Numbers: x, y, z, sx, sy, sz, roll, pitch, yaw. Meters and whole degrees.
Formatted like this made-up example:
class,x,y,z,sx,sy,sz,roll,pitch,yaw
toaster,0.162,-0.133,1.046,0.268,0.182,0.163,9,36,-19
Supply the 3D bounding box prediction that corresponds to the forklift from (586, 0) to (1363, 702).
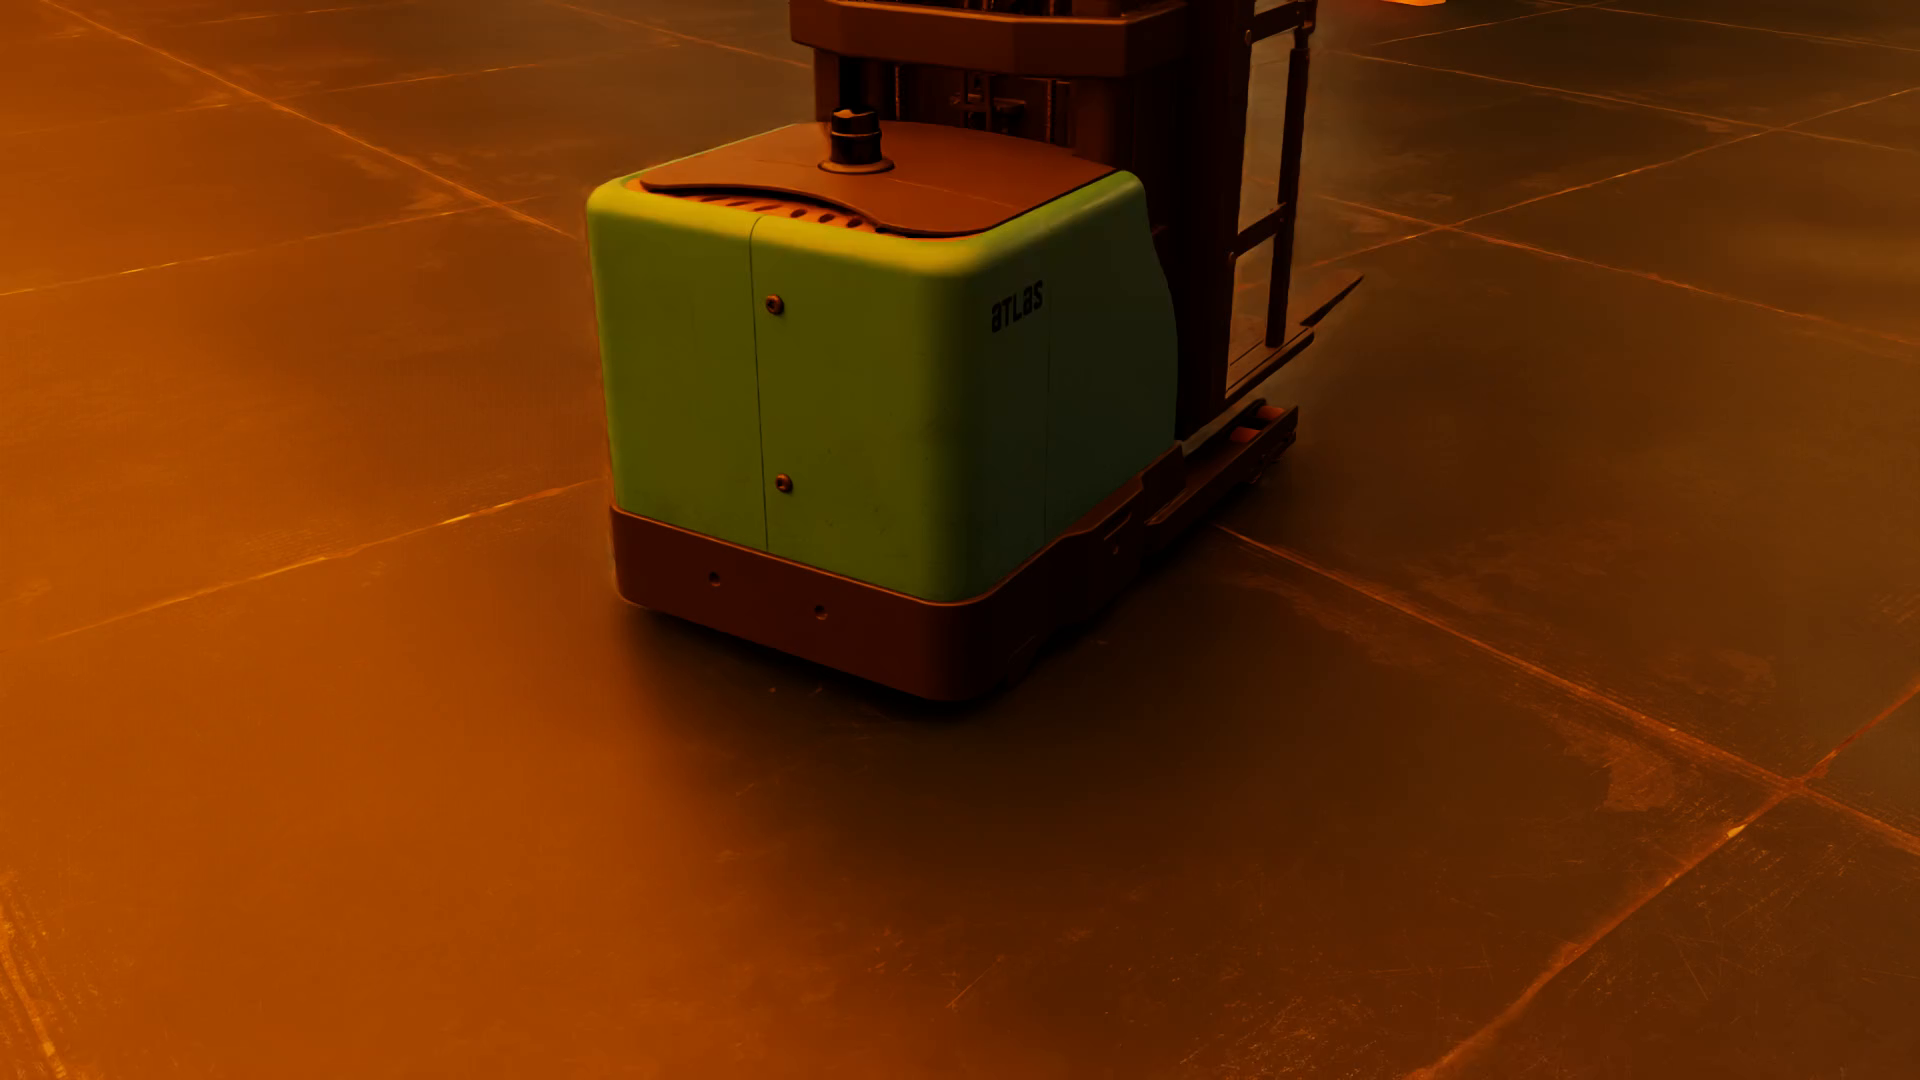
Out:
class,x,y,z,sx,sy,sz,roll,pitch,yaw
forklift,0.355,-1.572,4.373,1.130,2.935,3.031,15,30,28
